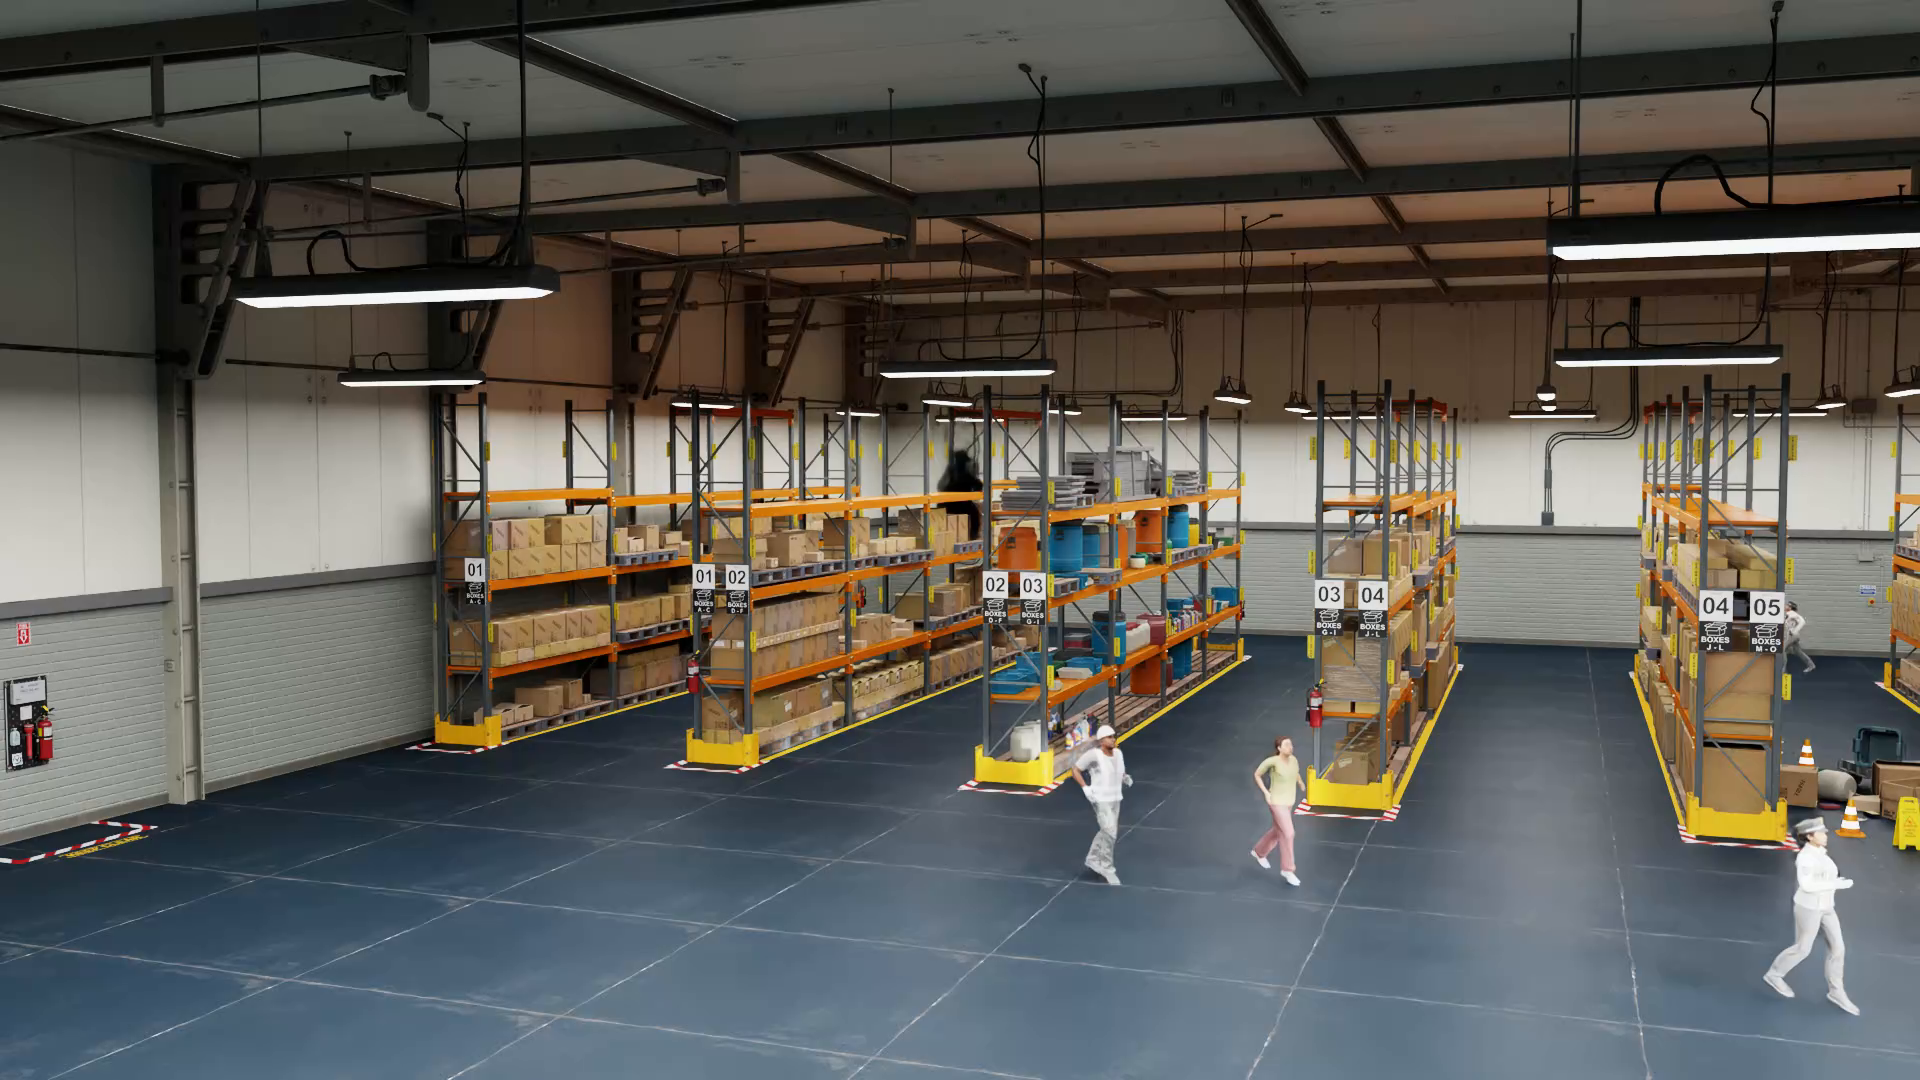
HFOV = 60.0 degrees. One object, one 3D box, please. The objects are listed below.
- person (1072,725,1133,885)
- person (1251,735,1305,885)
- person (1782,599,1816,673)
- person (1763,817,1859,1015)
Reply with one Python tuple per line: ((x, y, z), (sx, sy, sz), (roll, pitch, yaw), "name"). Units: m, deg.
((1.704, 3.086, 19.446), (0.671, 1.845, 0.696), (-3, 4, -43), "person")
((3.751, 3.118, 19.548), (0.572, 1.702, 0.840), (-2, 4, -36), "person")
((18.578, 2.194, 36.982), (0.882, 1.739, 0.623), (1, 3, 23), "person")
((7.681, 3.339, 14.976), (0.600, 1.730, 0.784), (-3, 4, -41), "person")
